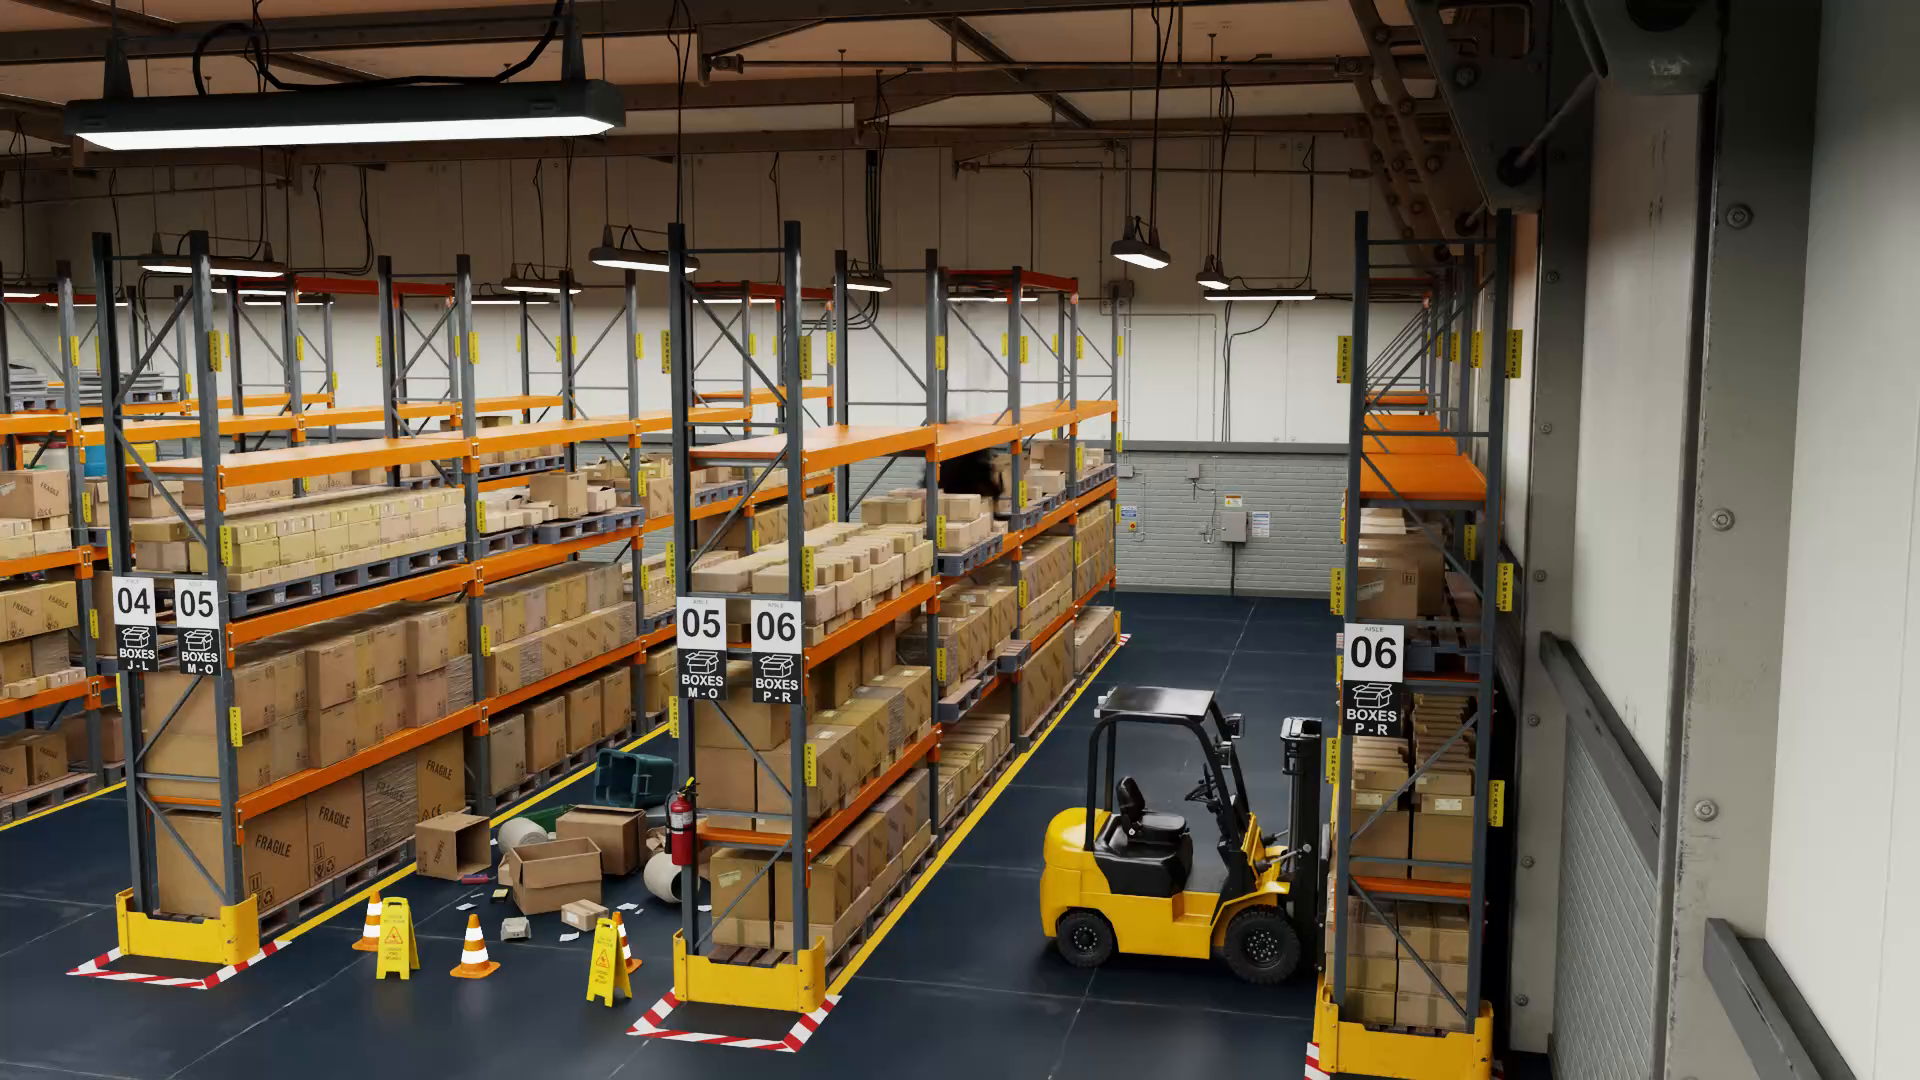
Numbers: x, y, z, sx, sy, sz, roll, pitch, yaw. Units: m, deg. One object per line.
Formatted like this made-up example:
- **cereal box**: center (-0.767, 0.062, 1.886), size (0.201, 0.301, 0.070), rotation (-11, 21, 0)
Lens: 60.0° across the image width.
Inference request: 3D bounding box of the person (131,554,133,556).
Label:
- **person**: center (-15.525, 0.552, 31.659), size (0.533, 1.551, 0.563), rotation (1, 7, 4)
